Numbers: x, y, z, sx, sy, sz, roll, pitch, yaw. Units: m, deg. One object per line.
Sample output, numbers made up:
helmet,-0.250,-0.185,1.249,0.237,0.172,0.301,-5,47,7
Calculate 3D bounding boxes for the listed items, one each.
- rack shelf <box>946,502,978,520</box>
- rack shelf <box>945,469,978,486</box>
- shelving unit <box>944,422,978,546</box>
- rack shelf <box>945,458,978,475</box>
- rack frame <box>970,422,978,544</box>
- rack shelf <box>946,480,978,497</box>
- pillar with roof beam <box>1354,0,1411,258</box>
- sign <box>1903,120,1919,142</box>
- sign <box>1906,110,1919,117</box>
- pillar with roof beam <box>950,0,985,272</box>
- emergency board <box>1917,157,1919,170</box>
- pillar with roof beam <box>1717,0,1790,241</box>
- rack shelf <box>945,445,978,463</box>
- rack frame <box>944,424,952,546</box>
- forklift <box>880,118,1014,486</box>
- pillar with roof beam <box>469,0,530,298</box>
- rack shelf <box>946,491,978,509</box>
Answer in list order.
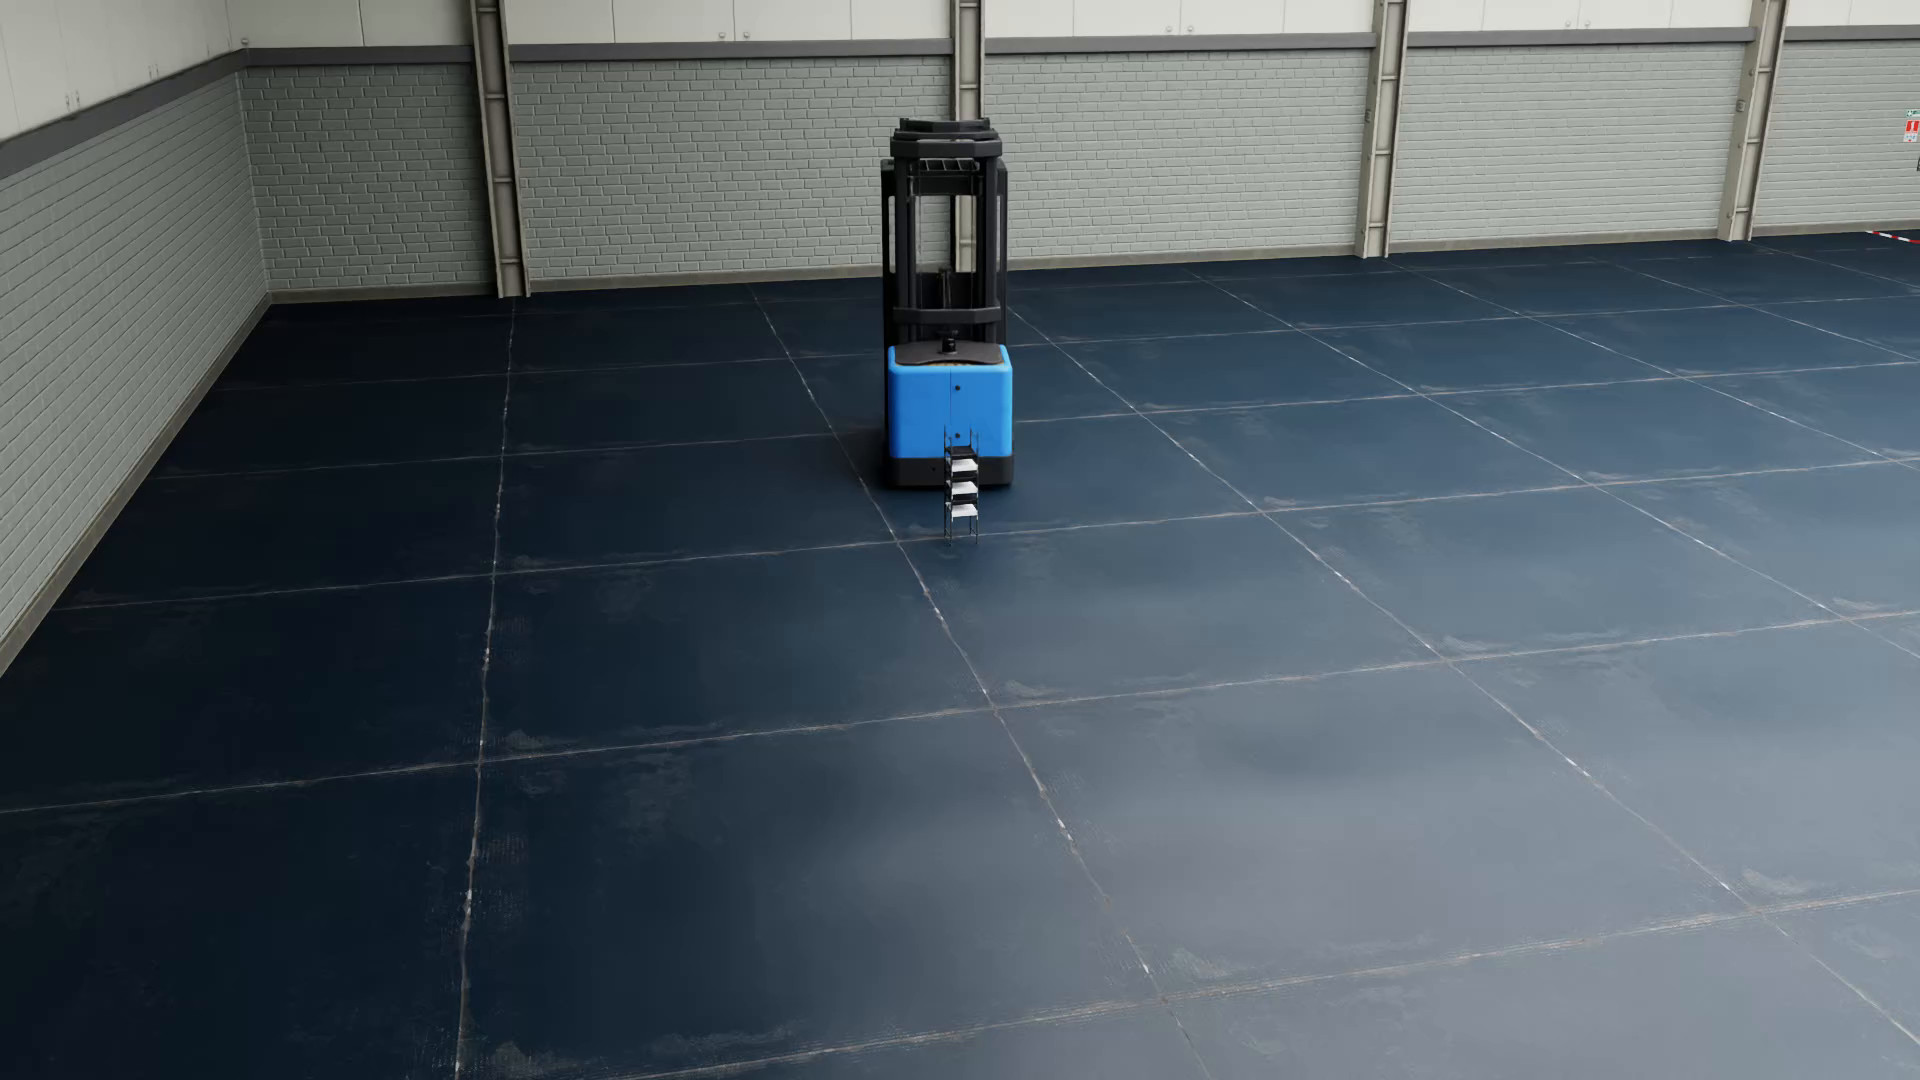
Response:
rack shelf,0.008,-0.223,12.735,0.200,0.077,0.258,-5,21,-12
rack shelf,0.008,-0.476,12.642,0.200,0.077,0.258,-5,21,-12
shelving unit,0.008,-0.423,12.662,0.210,0.900,0.258,-5,21,-12
rack shelf,0.008,-0.561,12.611,0.200,0.077,0.258,-5,21,-12
rack frame,0.107,-0.431,12.684,0.006,0.900,0.240,-5,21,-12
rack shelf,0.008,-0.392,12.673,0.200,0.077,0.258,-5,21,-12
pillar with roof beam,6.925,-6.892,18.547,0.400,9.000,9.100,-5,21,-12
sign,14.637,-6.291,25.575,0.234,0.329,0.001,-5,21,-12
sign,14.644,-6.537,25.476,0.331,0.109,0.001,-5,21,-12
pillar with roof beam,1.086,-6.417,17.250,0.400,9.000,9.100,-5,21,-12
emergency board,15.186,-6.289,25.621,0.626,1.169,0.157,-5,21,-12
pillar with roof beam,12.764,-7.367,19.843,0.400,9.000,9.100,-5,21,-12
rack shelf,0.008,-0.645,12.580,0.200,0.077,0.258,-5,21,-12
rack frame,-0.091,-0.415,12.640,0.006,0.900,0.240,-5,21,-12
forklift,-0.146,-2.285,14.792,1.130,2.935,3.031,-1,20,-3
pillar with roof beam,-4.753,-5.942,15.954,0.400,9.000,9.100,-5,21,-12
rack shelf,0.008,-0.307,12.704,0.200,0.077,0.258,-5,21,-12
